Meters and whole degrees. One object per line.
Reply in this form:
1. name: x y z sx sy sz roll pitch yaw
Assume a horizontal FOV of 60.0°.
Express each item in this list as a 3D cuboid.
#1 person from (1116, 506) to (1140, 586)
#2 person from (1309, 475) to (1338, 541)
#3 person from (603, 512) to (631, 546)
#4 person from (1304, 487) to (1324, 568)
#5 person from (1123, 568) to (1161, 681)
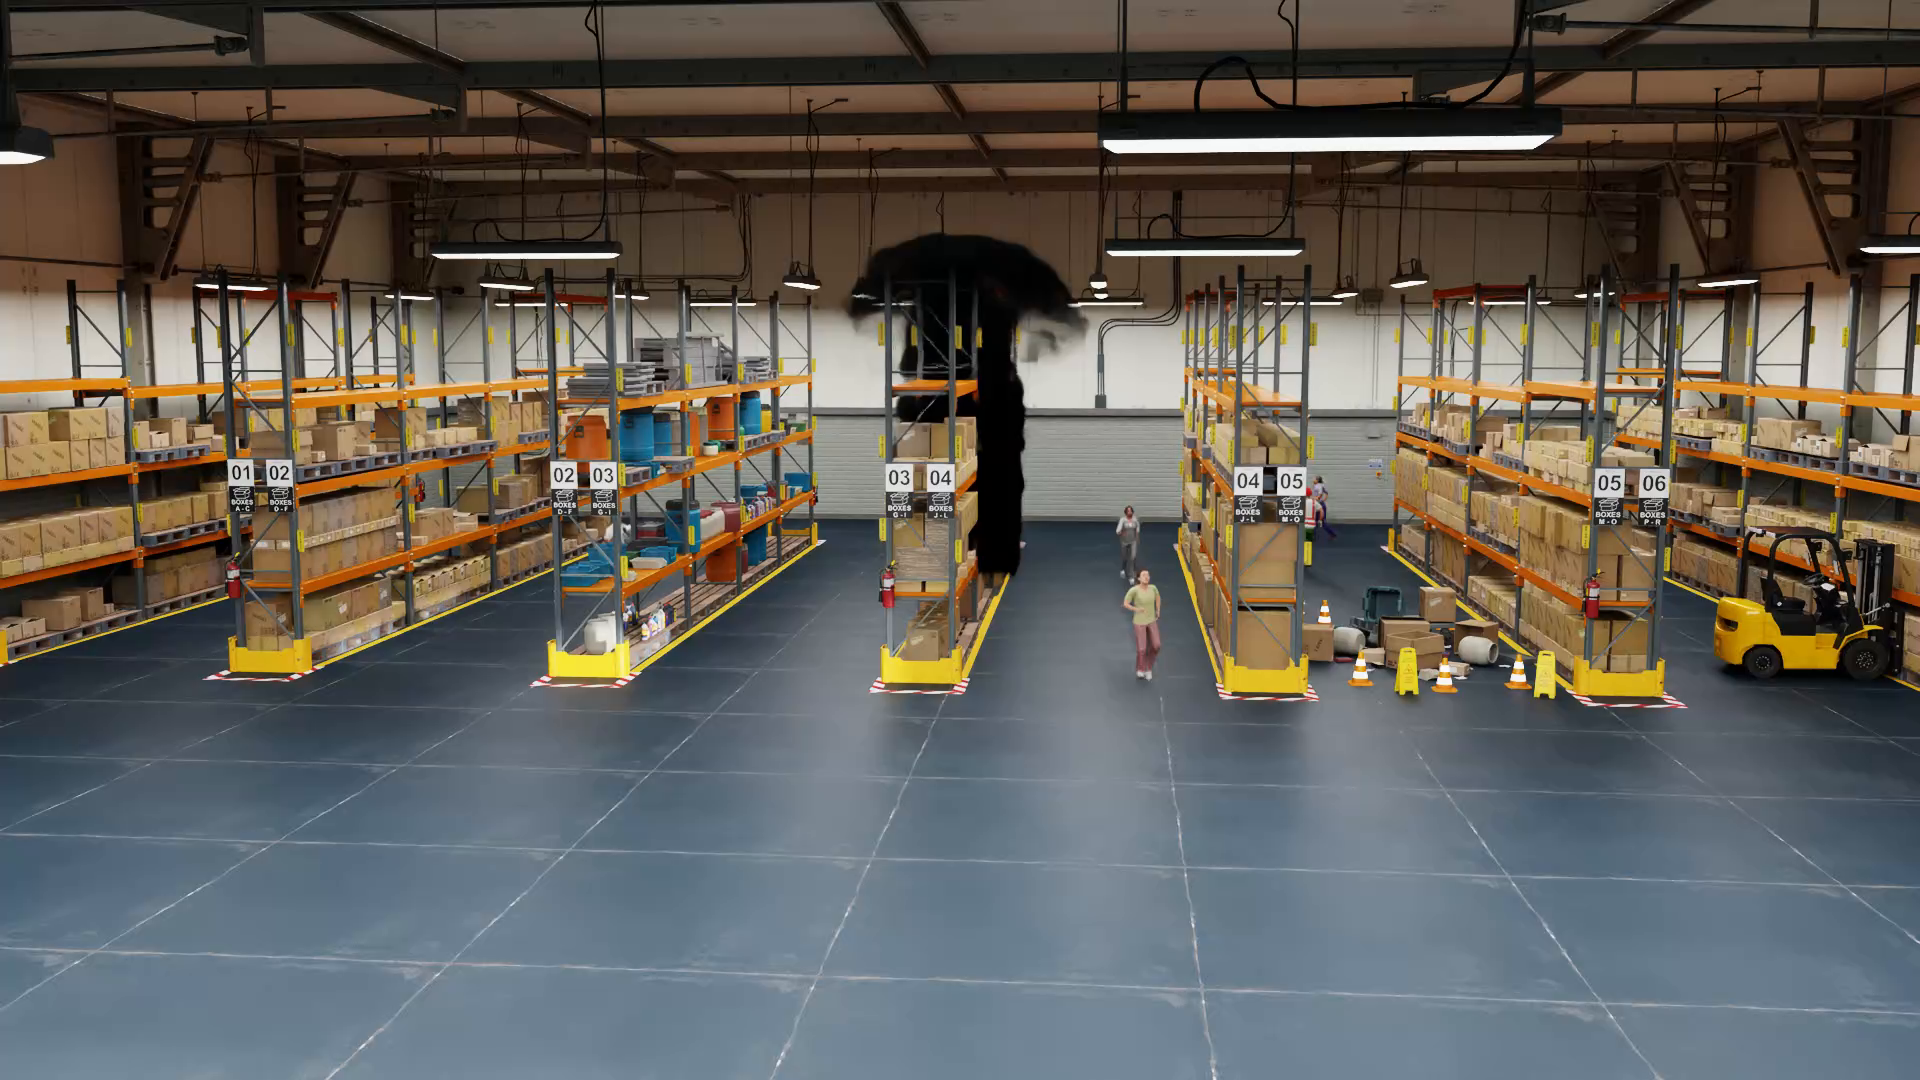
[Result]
1. person: 3.437 0.082 34.023 0.516 1.605 0.854 0 7 -4
2. person: 8.839 -0.724 40.607 0.796 1.681 0.598 2 7 15
3. person: -6.523 0.278 31.801 0.578 1.698 0.870 0 7 -1
4. person: 7.455 -0.261 35.807 0.662 1.770 0.993 0 7 -3
5. person: 2.692 1.233 24.307 0.635 1.664 0.582 -2 7 -16
